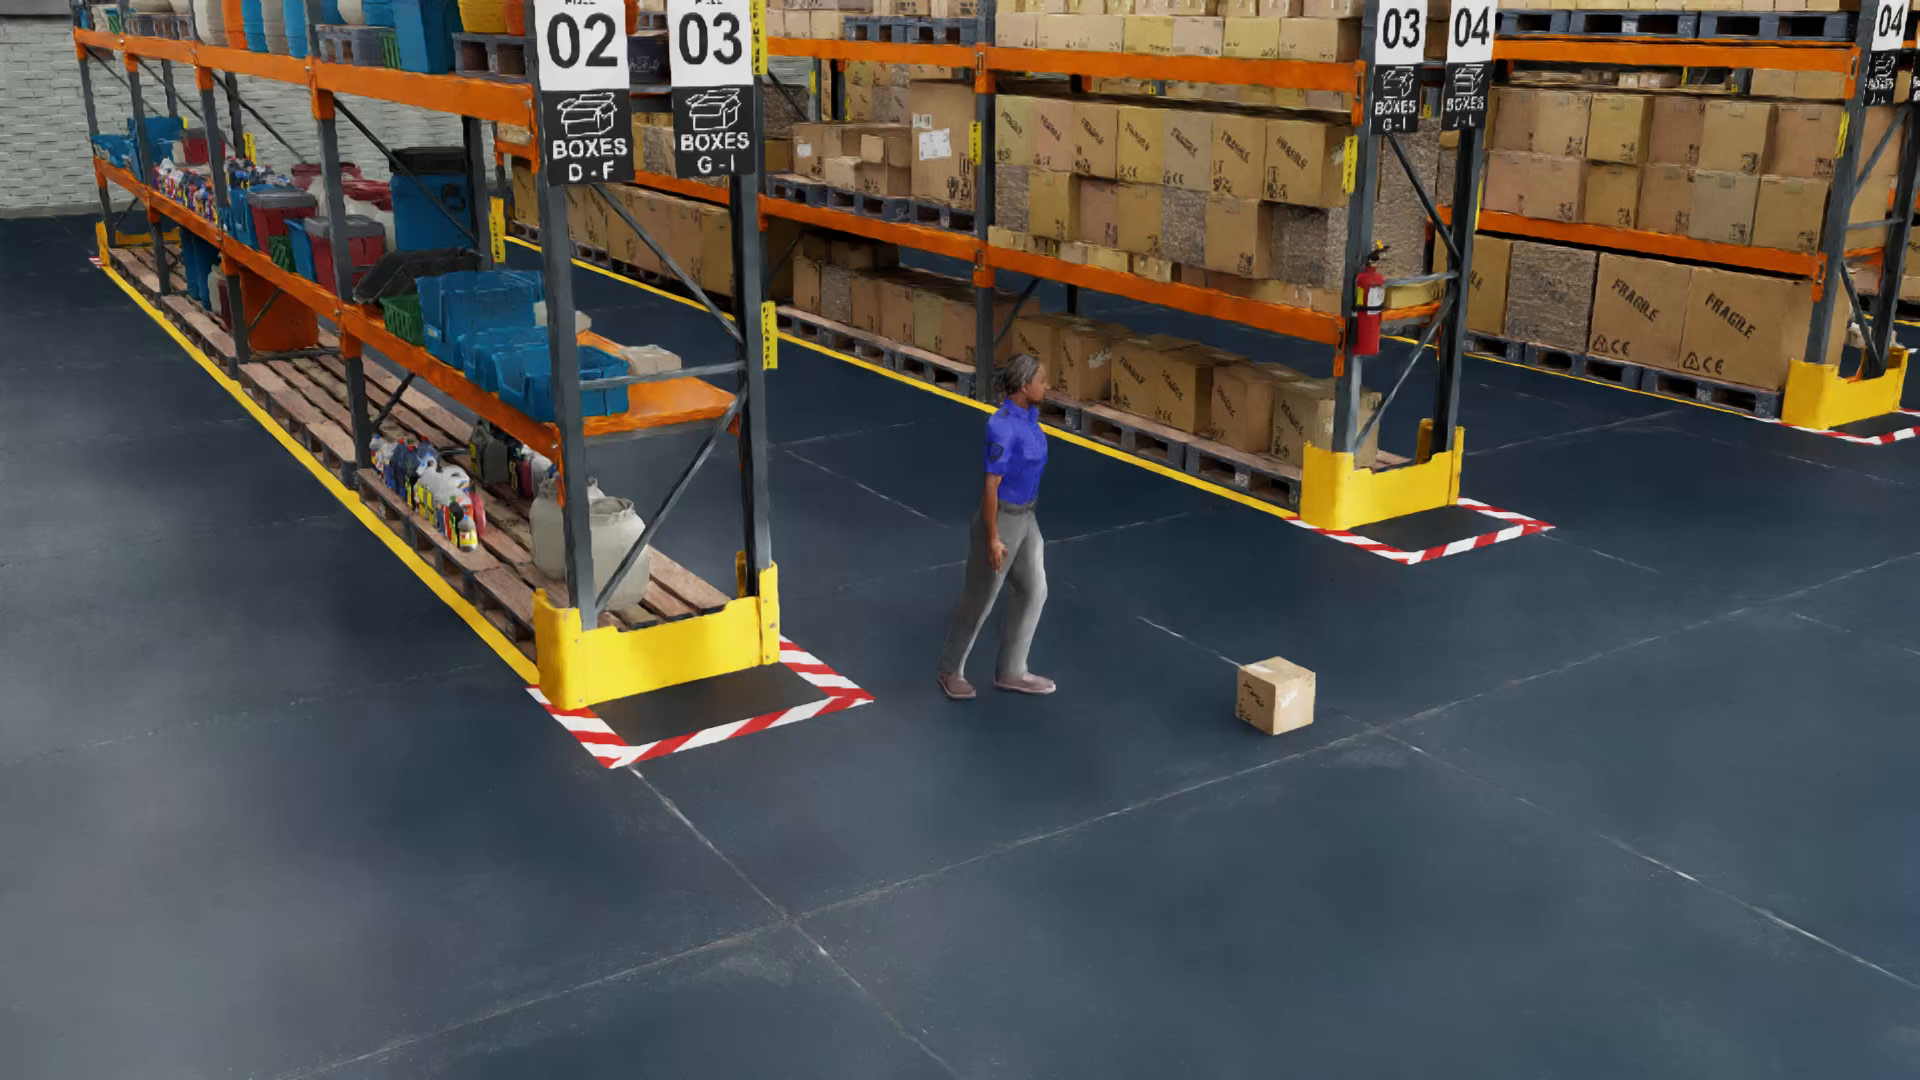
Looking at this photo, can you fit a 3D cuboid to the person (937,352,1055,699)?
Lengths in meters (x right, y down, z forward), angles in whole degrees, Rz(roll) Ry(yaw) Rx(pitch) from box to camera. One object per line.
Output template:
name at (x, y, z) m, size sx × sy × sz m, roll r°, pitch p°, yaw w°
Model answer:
person at (0.171, -0.061, 7.761) m, size 0.546 × 1.646 × 0.498 m, roll 8°, pitch 20°, yaw 22°
